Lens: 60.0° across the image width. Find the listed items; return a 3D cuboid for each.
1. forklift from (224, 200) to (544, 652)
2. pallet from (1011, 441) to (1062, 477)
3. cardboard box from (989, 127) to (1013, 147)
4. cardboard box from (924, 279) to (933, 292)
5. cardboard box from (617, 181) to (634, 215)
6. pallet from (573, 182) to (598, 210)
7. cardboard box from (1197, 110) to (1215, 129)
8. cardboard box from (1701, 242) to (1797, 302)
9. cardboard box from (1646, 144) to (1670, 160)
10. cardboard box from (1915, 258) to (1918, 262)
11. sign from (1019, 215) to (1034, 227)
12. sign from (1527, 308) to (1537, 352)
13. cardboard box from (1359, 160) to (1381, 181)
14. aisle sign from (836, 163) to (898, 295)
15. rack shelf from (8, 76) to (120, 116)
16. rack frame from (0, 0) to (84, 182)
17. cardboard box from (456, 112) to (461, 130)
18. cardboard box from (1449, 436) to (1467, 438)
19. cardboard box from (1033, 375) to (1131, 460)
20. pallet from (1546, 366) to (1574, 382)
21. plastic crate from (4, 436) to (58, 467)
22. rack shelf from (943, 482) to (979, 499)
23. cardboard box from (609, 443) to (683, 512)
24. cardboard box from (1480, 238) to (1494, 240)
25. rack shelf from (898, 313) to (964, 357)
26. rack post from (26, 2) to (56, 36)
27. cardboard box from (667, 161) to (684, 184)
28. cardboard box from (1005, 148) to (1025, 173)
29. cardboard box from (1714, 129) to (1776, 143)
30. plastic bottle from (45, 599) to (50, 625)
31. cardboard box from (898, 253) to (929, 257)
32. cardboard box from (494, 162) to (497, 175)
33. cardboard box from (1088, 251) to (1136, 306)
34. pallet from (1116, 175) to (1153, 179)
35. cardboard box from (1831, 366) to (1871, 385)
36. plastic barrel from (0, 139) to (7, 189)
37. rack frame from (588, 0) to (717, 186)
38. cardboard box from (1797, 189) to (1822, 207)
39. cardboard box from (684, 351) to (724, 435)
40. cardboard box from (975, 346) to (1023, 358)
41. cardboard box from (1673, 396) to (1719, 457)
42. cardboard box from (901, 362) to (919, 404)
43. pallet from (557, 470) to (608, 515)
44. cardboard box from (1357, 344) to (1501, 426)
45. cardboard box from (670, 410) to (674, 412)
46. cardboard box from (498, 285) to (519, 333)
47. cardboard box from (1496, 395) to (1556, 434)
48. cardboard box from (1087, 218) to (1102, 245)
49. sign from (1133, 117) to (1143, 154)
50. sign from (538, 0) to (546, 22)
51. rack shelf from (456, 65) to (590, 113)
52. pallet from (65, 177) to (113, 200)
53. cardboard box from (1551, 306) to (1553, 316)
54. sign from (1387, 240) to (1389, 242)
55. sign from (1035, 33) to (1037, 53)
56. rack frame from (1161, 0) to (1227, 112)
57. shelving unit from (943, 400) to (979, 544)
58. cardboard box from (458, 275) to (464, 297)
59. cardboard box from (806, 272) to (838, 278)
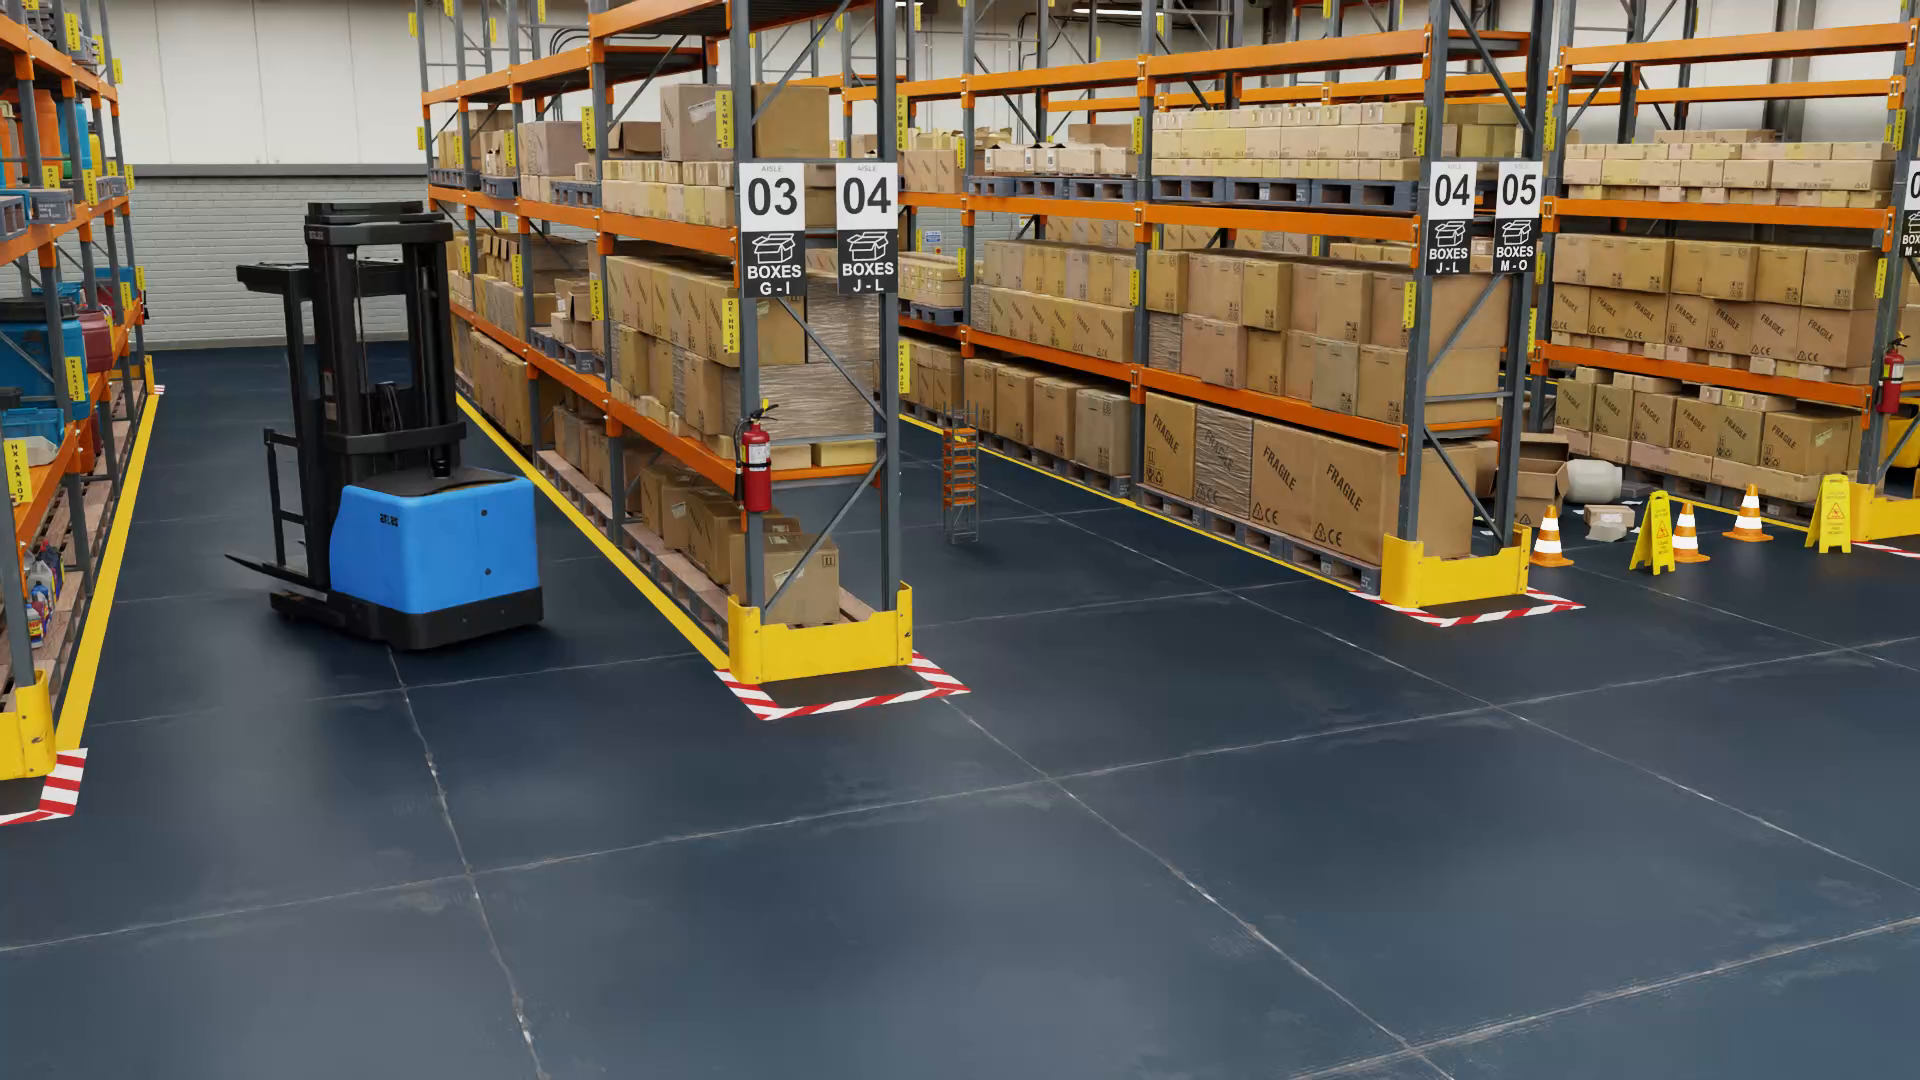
[{"bbox_3d":[-4.362,-0.939,11.927,3.031,2.935,1.130,11,17,40],"label":"forklift"},{"bbox_3d":[1.247,-0.921,17.880,1.003,0.211,1.213,-6,14,-23],"label":"pallet"},{"bbox_3d":[0.400,-4.799,19.879,0.396,0.266,0.258,-6,14,-23],"label":"cardboard box"},{"bbox_3d":[-0.208,-3.044,19.834,0.380,0.149,0.250,-5,14,-21],"label":"cardboard box"},{"bbox_3d":[-2.305,-2.610,12.677,0.500,0.250,0.500,-6,14,-23],"label":"cardboard box"},{"bbox_3d":[-2.617,-2.954,14.245,1.213,0.211,1.003,-6,14,-23],"label":"pallet"},{"bbox_3d":[2.259,-3.592,14.219,0.380,0.149,0.250,-6,14,-24],"label":"cardboard box"},{"bbox_3d":[7.316,-2.484,15.350,0.700,0.500,0.500,-6,14,-24],"label":"cardboard box"},{"bbox_3d":[6.895,-3.765,16.122,0.380,0.149,0.250,-6,14,-25],"label":"cardboard box"},{"bbox_3d":[11.015,-3.208,19.260,0.380,0.149,0.250,-5,14,-22],"label":"cardboard box"},{"bbox_3d":[1.376,-6.584,34.333,0.339,0.242,0.001,-6,14,-23],"label":"sign"},{"bbox_3d":[4.231,-1.557,12.349,0.100,0.325,0.005,-6,14,-23],"label":"sign"},{"bbox_3d":[3.176,-2.730,12.266,0.380,0.149,0.250,-5,14,-22],"label":"cardboard box"},{"bbox_3d":[-0.565,-1.901,10.168,0.394,0.787,0.004,-6,14,-23],"label":"aisle sign"},{"bbox_3d":[-11.011,-5.443,20.413,1.077,0.370,4.000,-6,14,-23],"label":"rack shelf"},{"bbox_3d":[-8.608,-4.749,14.931,1.000,3.000,0.127,-6,14,-23],"label":"rack frame"},{"bbox_3d":[-6.474,-5.637,22.382,0.500,0.250,0.500,-6,14,-25],"label":"cardboard box"},{"bbox_3d":[4.994,-1.326,17.312,0.500,0.500,0.500,-6,14,-23],"label":"cardboard box"},{"bbox_3d":[1.404,-1.303,17.403,1.050,0.750,0.750,-6,14,-23],"label":"cardboard box"},{"bbox_3d":[9.293,-2.417,24.344,1.003,0.211,1.213,-6,14,-23],"label":"pallet"},{"bbox_3d":[-6.123,-0.559,10.716,0.530,0.136,0.437,-6,14,-23],"label":"plastic crate"},{"bbox_3d":[0.006,-0.421,14.259,0.258,0.103,0.180,-6,14,-23],"label":"rack shelf"},{"bbox_3d":[-2.693,-0.572,14.759,0.700,0.500,0.500,-7,15,-27],"label":"cardboard box"},{"bbox_3d":[6.219,-3.401,19.159,0.380,0.149,0.250,-5,14,-20],"label":"cardboard box"},{"bbox_3d":[-0.285,-2.763,21.252,1.077,0.370,4.000,-6,14,-23],"label":"rack shelf"},{"bbox_3d":[-8.935,-4.858,15.570,0.954,0.300,0.937,-6,14,-23],"label":"rack post"},{"bbox_3d":[-1.777,-2.502,11.323,0.380,0.149,0.250,-6,15,-26],"label":"cardboard box"},{"bbox_3d":[0.805,-4.069,17.827,0.500,0.250,0.500,-5,14,-21],"label":"cardboard box"},{"bbox_3d":[10.032,-4.999,21.290,0.500,0.500,0.500,-5,14,-22],"label":"cardboard box"},{"bbox_3d":[-6.061,0.461,10.956,0.097,0.201,0.097,0,13,0],"label":"plastic bottle"},{"bbox_3d":[-0.639,-3.778,22.349,0.380,0.149,0.250,-6,14,-25],"label":"cardboard box"},{"bbox_3d":[-5.213,-4.322,19.366,0.380,0.149,0.250,-6,14,-25],"label":"cardboard box"},{"bbox_3d":[1.706,-2.618,16.591,0.700,0.500,0.500,-6,14,-24],"label":"cardboard box"},{"bbox_3d":[3.090,-5.583,25.385,1.003,0.211,1.213,-6,14,-23],"label":"pallet"},{"bbox_3d":[7.870,-1.451,14.545,0.380,0.149,0.250,-5,14,-21],"label":"cardboard box"},{"bbox_3d":[-7.932,-3.061,13.179,0.600,0.901,0.708,-6,14,-23],"label":"plastic barrel"},{"bbox_3d":[-2.467,-4.370,13.293,1.000,3.000,0.127,-6,14,-23],"label":"rack frame"},{"bbox_3d":[7.611,-3.010,14.626,0.380,0.149,0.250,-5,14,-21],"label":"cardboard box"},{"bbox_3d":[-1.370,-1.023,11.256,0.875,0.500,0.500,-6,14,-23],"label":"cardboard box"},{"bbox_3d":[0.461,-2.217,20.246,0.500,0.250,0.500,-6,14,-26],"label":"cardboard box"},{"bbox_3d":[7.248,-1.100,15.976,0.500,0.500,0.500,-6,14,-24],"label":"cardboard box"},{"bbox_3d":[-0.419,-2.015,21.037,0.500,0.500,0.500,-6,14,-25],"label":"cardboard box"},{"bbox_3d":[-3.273,-0.502,16.069,1.003,0.211,1.213,-6,14,-23],"label":"pallet"},{"bbox_3d":[3.530,-1.193,12.541,0.875,0.550,0.550,-6,14,-23],"label":"cardboard box"},{"bbox_3d":[-1.902,-0.897,12.150,0.380,0.149,0.250,-6,14,-23],"label":"cardboard box"},{"bbox_3d":[-4.900,-2.612,18.783,0.500,0.500,0.500,-6,14,-25],"label":"cardboard box"},{"bbox_3d":[6.401,-1.375,18.553,0.950,0.372,0.625,-5,14,-22],"label":"cardboard box"},{"bbox_3d":[2.365,-4.918,26.526,0.500,0.500,0.500,-6,14,-23],"label":"cardboard box"},{"bbox_3d":[1.625,-3.690,15.163,0.100,0.325,0.005,-6,14,-23],"label":"sign"},{"bbox_3d":[-5.179,-6.568,20.543,0.100,0.325,0.005,-6,14,-23],"label":"sign"},{"bbox_3d":[-4.871,-5.064,18.776,1.077,0.370,4.000,-6,14,-23],"label":"rack shelf"},{"bbox_3d":[-9.349,-3.635,17.188,1.003,0.211,1.213,-6,14,-23],"label":"pallet"},{"bbox_3d":[6.681,-2.567,18.435,0.380,0.149,0.250,-5,14,-22],"label":"cardboard box"},{"bbox_3d":[5.504,-3.745,21.507,0.100,0.325,0.005,-6,14,-23],"label":"sign"},{"bbox_3d":[1.295,-8.228,27.539,0.100,0.325,0.005,-6,14,-23],"label":"sign"},{"bbox_3d":[3.408,-6.918,24.302,1.000,3.000,0.127,-6,14,-23],"label":"rack frame"},{"bbox_3d":[0.006,-0.582,14.222,0.258,1.200,0.189,-6,14,-23],"label":"shelving unit"},{"bbox_3d":[-6.299,-3.346,21.847,0.500,0.250,0.500,-5,14,-21],"label":"cardboard box"},{"bbox_3d":[-1.029,-1.544,11.288,0.500,0.500,0.500,-6,14,-23],"label":"cardboard box"}]
